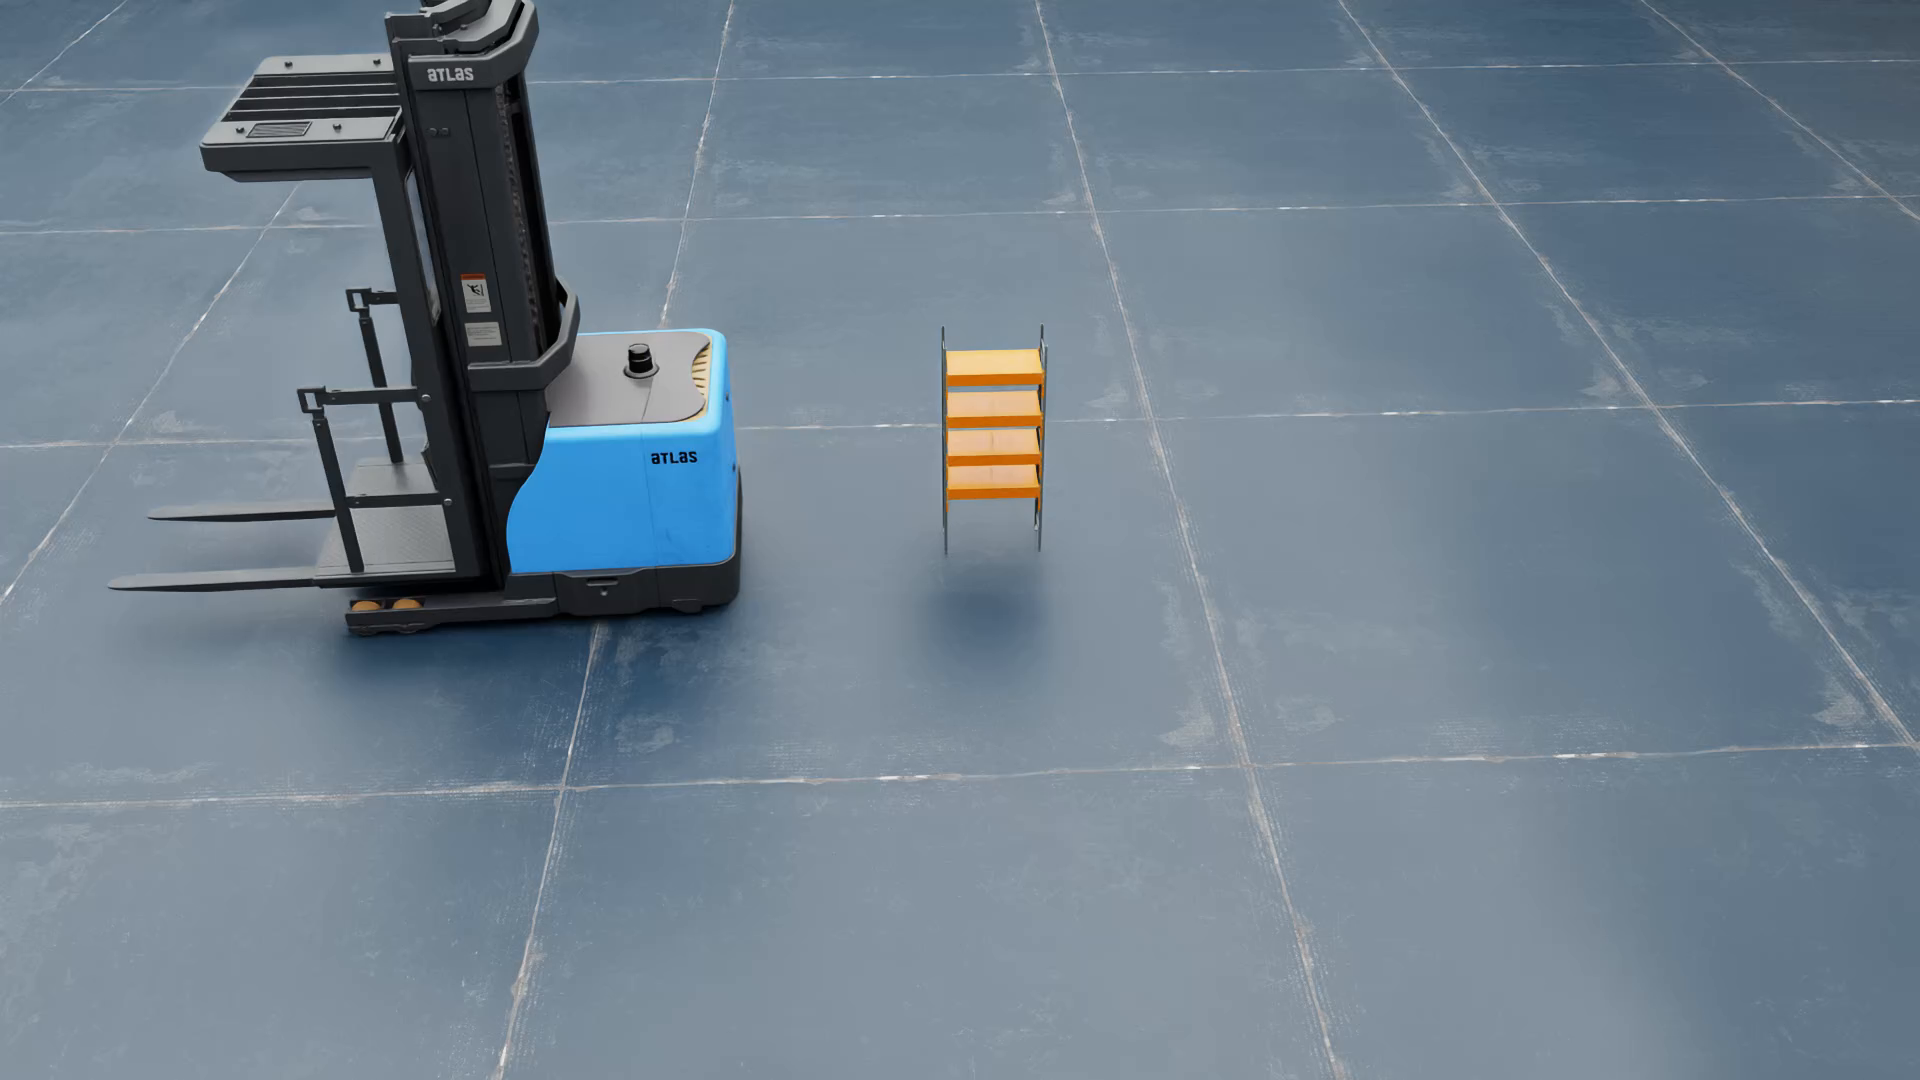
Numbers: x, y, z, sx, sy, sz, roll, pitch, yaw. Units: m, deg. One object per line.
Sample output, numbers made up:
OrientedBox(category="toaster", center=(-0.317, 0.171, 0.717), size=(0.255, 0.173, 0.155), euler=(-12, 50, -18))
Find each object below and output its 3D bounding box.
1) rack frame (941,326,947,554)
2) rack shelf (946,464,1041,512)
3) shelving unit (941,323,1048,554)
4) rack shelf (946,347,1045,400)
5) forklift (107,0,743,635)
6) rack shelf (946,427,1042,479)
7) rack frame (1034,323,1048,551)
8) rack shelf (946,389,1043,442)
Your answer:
OrientedBox(category="rack frame", center=(-0.078, -0.491, 8.405), size=(0.015, 1.200, 0.240), euler=(-2, 35, -2))
OrientedBox(category="rack shelf", center=(0.165, -0.279, 8.566), size=(0.480, 0.148, 0.258), euler=(-2, 35, -2))
OrientedBox(category="shelving unit", center=(0.165, -0.498, 8.415), size=(0.503, 1.200, 0.258), euler=(-2, 35, -2))
OrientedBox(category="rack shelf", center=(0.165, -0.821, 8.191), size=(0.480, 0.148, 0.258), euler=(-2, 35, -2))
OrientedBox(category="forklift", center=(-2.643, -1.057, 7.702), size=(3.031, 2.935, 1.130), euler=(-3, 35, -4))
OrientedBox(category="rack shelf", center=(0.165, -0.443, 8.453), size=(0.480, 0.148, 0.258), euler=(-2, 35, -2))
OrientedBox(category="rack frame", center=(0.409, -0.504, 8.424), size=(0.015, 1.200, 0.240), euler=(-2, 35, -2))
OrientedBox(category="rack shelf", center=(0.165, -0.626, 8.326), size=(0.480, 0.148, 0.258), euler=(-2, 35, -2))
